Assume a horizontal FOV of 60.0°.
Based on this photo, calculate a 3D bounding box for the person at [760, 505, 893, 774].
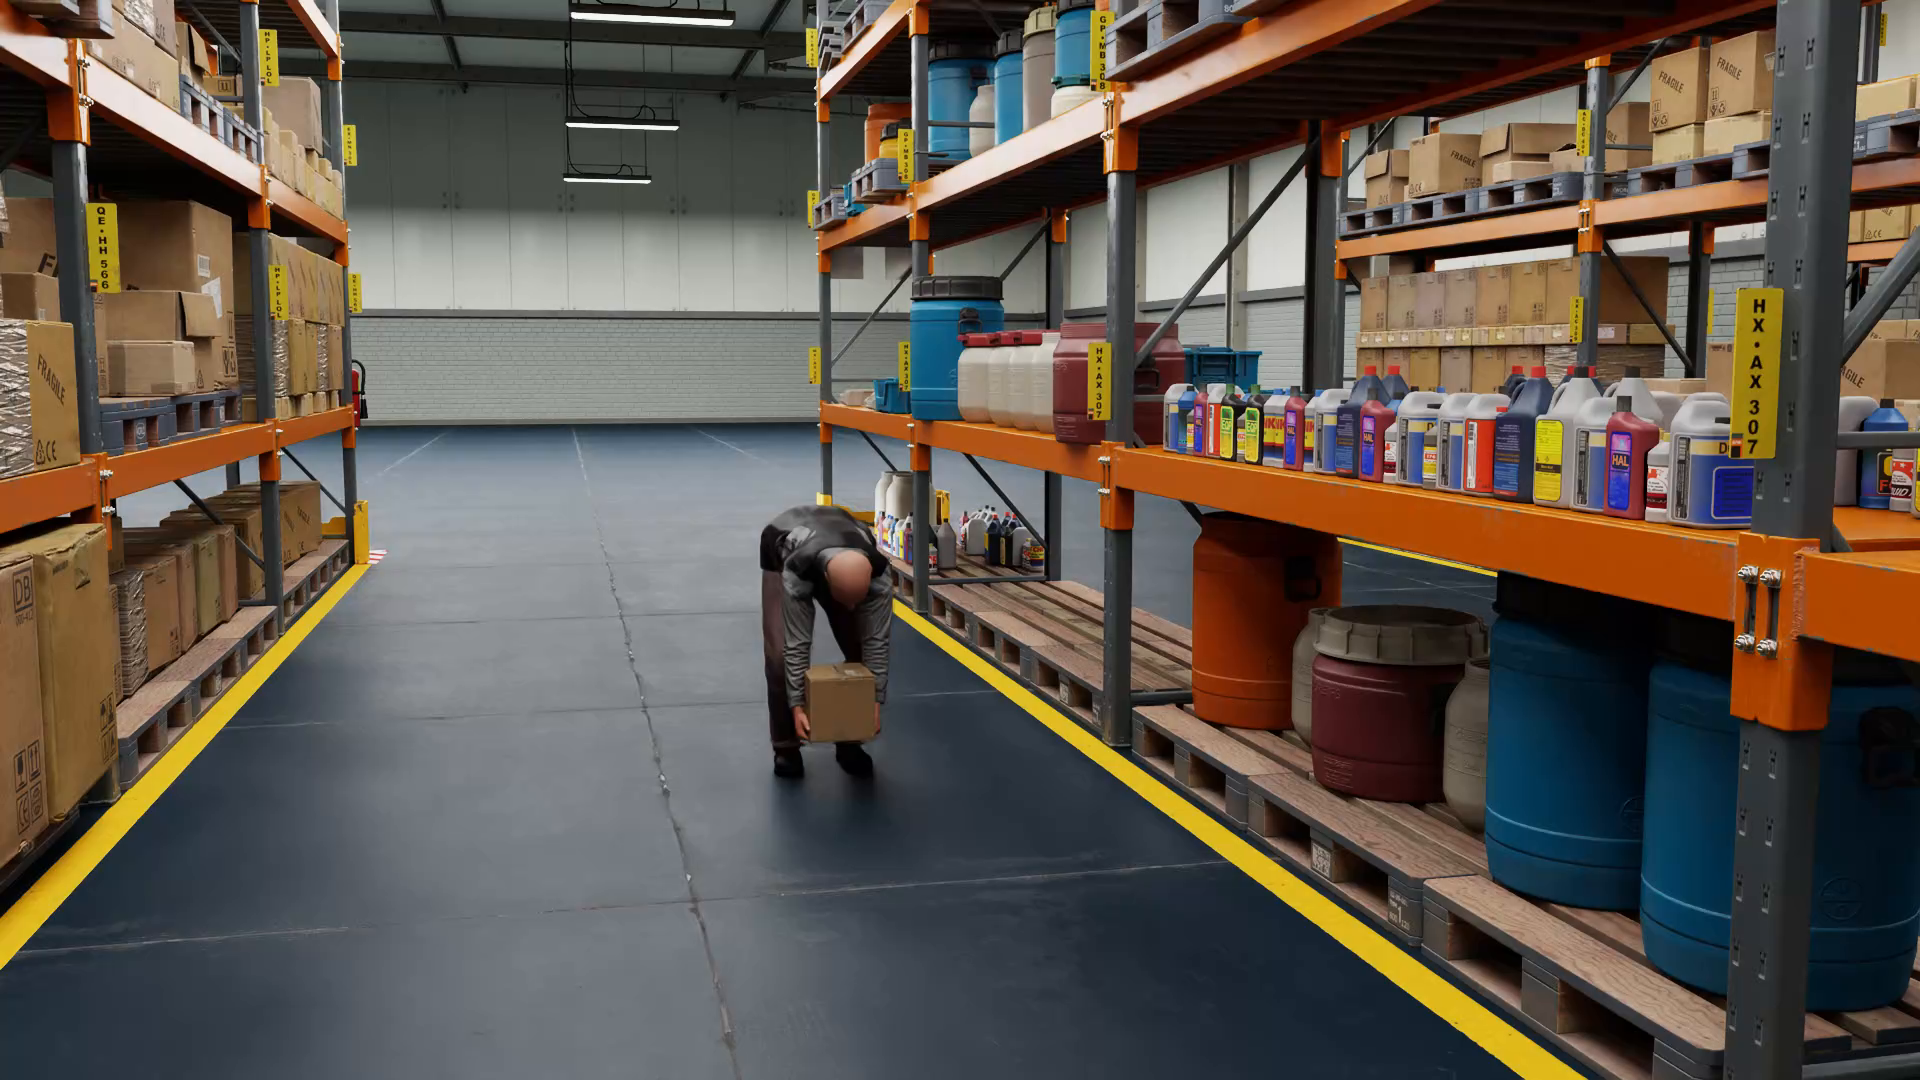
[{"bbox_3d":[-0.519,0.418,6.624,0.480,1.088,0.961,-2,6,-16],"label":"person"}]
